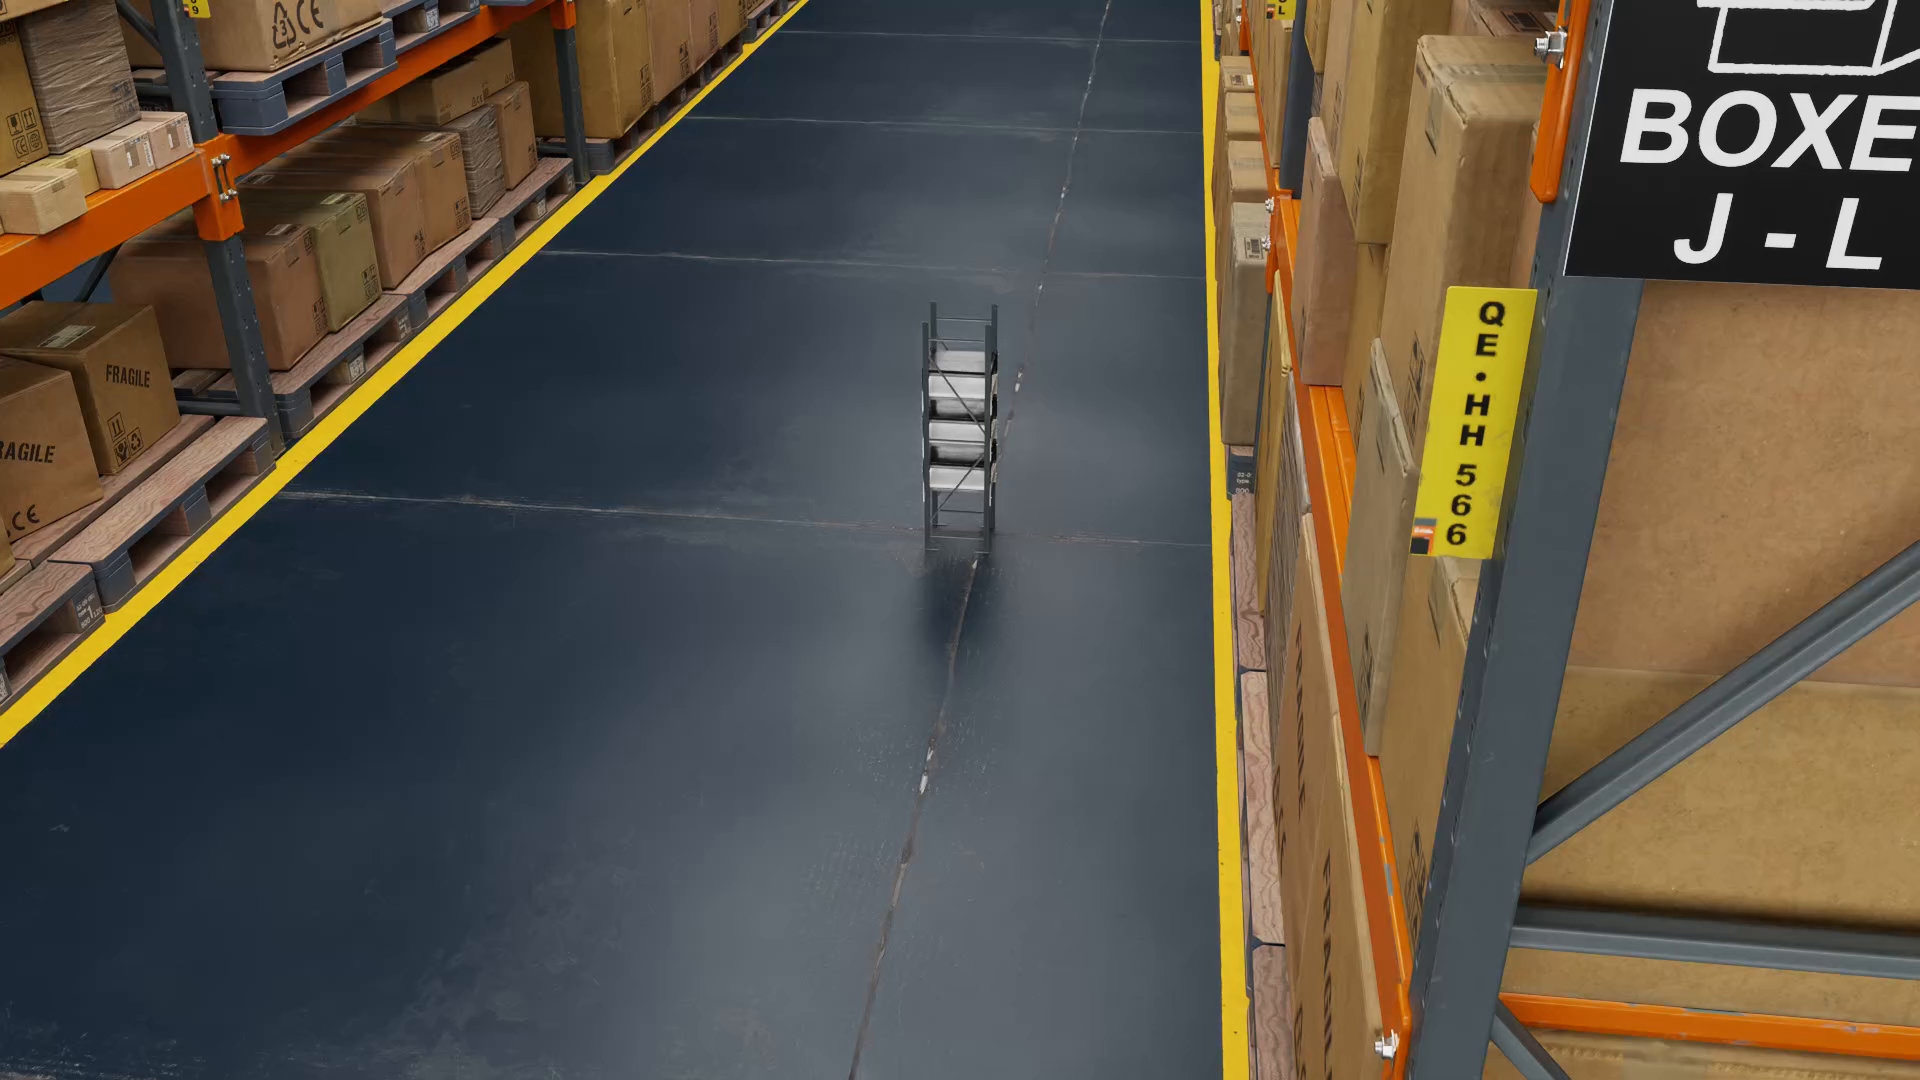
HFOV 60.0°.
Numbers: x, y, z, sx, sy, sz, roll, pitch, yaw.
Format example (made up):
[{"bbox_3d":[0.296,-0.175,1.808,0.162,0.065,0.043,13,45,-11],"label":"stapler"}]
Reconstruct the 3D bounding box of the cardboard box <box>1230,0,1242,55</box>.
[{"bbox_3d":[1.963,-3.228,10.481,0.500,0.250,0.500,4,29,7],"label":"cardboard box"}]

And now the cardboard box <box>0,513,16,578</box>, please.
[{"bbox_3d":[-3.462,-0.023,5.322,0.500,0.500,0.500,1,28,2],"label":"cardboard box"}]

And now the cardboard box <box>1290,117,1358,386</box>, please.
[{"bbox_3d":[1.337,-0.739,4.301,0.875,0.550,0.550,3,28,6],"label":"cardboard box"}]

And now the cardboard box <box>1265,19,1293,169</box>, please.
[{"bbox_3d":[1.396,-1.660,6.064,0.500,0.500,0.500,3,28,6],"label":"cardboard box"}]

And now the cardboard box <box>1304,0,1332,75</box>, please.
[{"bbox_3d":[1.518,-1.725,4.992,0.875,0.550,0.550,3,28,6],"label":"cardboard box"}]

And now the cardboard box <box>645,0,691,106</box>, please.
[{"bbox_3d":[-2.600,-3.566,11.504,1.225,0.875,0.875,3,29,6],"label":"cardboard box"}]

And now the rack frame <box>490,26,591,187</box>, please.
[{"bbox_3d":[-2.822,-3.574,9.721,1.000,3.000,0.127,3,28,6],"label":"rack frame"}]

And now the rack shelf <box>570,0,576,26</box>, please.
[{"bbox_3d":[-2.577,-4.199,11.639,1.077,0.370,4.000,3,28,6],"label":"rack shelf"}]

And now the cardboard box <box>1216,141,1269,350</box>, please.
[{"bbox_3d":[1.707,-1.301,7.431,1.050,0.750,0.750,3,28,6],"label":"cardboard box"}]

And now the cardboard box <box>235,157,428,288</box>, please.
[{"bbox_3d":[-3.071,-1.559,8.152,0.700,0.500,0.500,1,28,2],"label":"cardboard box"}]

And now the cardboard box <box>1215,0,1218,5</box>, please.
[{"bbox_3d":[2.415,-4.742,14.453,0.380,0.149,0.250,3,28,6],"label":"cardboard box"}]

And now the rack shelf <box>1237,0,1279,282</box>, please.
[{"bbox_3d":[1.843,-1.980,7.521,1.077,0.370,4.000,3,28,6],"label":"rack shelf"}]

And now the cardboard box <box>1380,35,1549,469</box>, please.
[{"bbox_3d":[1.167,-0.450,2.627,0.875,0.550,0.550,3,28,6],"label":"cardboard box"}]

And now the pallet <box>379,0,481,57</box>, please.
[{"bbox_3d":[-3.024,-2.555,8.033,1.003,0.211,1.213,3,28,6],"label":"pallet"}]

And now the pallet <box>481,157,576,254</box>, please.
[{"bbox_3d":[-2.920,-1.978,9.700,1.003,0.211,1.213,3,28,6],"label":"pallet"}]

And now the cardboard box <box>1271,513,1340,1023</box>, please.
[{"bbox_3d":[1.231,0.541,3.881,0.875,0.875,0.875,3,28,5],"label":"cardboard box"}]

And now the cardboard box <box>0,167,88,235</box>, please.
[{"bbox_3d":[-3.097,-1.107,5.406,0.380,0.149,0.250,3,28,6],"label":"cardboard box"}]

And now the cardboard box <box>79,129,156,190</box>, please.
[{"bbox_3d":[-3.087,-1.345,5.849,0.380,0.149,0.250,3,28,6],"label":"cardboard box"}]

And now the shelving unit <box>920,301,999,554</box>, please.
[{"bbox_3d":[0.001,-0.400,6.044,0.258,0.900,0.210,3,28,6],"label":"shelving unit"}]

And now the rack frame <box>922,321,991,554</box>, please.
[{"bbox_3d":[-0.011,-0.352,5.955,0.240,0.900,0.006,3,28,6],"label":"rack frame"}]

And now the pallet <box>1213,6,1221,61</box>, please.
[{"bbox_3d":[2.625,-4.211,13.845,1.003,0.211,1.213,3,28,6],"label":"pallet"}]

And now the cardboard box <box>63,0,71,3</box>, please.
[{"bbox_3d":[-3.094,-2.078,5.472,0.500,0.500,0.500,3,28,6],"label":"cardboard box"}]

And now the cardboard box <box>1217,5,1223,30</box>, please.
[{"bbox_3d":[2.288,-4.255,13.549,0.380,0.149,0.250,4,29,7],"label":"cardboard box"}]

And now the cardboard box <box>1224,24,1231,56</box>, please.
[{"bbox_3d":[2.025,-3.141,11.111,0.500,0.500,0.500,2,28,4],"label":"cardboard box"}]

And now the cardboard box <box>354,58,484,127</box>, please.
[{"bbox_3d":[-2.930,-2.430,8.979,0.500,0.250,0.500,7,29,12],"label":"cardboard box"}]

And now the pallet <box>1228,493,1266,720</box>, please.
[{"bbox_3d":[1.427,0.226,5.608,1.003,0.211,1.213,3,28,6],"label":"pallet"}]

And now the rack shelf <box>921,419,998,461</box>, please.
[{"bbox_3d":[0.001,-0.371,6.059,0.258,0.077,0.200,3,28,6],"label":"rack shelf"}]

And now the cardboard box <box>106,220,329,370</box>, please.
[{"bbox_3d":[-3.216,-1.072,7.249,0.700,0.500,0.500,1,28,2],"label":"cardboard box"}]

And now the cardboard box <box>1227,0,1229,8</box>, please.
[{"bbox_3d":[2.162,-3.952,11.825,0.500,0.250,0.500,4,29,8],"label":"cardboard box"}]

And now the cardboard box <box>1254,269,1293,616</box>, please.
[{"bbox_3d":[1.451,-0.313,5.465,0.875,0.875,0.875,4,29,7],"label":"cardboard box"}]

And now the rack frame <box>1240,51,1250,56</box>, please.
[{"bbox_3d":[2.088,-3.238,9.098,1.000,3.000,0.127,3,28,6],"label":"rack frame"}]

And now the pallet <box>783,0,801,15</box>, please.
[{"bbox_3d":[-2.014,-5.158,15.602,1.003,0.211,1.213,3,28,6],"label":"pallet"}]

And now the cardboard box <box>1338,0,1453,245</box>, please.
[{"bbox_3d":[1.307,-0.963,3.578,0.875,0.550,0.500,3,28,6],"label":"cardboard box"}]

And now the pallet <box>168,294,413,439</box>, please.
[{"bbox_3d":[-3.219,-0.830,7.568,1.003,0.211,1.213,3,28,6],"label":"pallet"}]

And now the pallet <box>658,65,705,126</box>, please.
[{"bbox_3d":[-2.499,-3.286,12.126,1.003,0.211,1.213,3,28,6],"label":"pallet"}]

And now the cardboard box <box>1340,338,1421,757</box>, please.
[{"bbox_3d":[1.154,0.024,2.884,0.875,0.550,0.550,3,28,6],"label":"cardboard box"}]

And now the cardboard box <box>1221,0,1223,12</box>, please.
[{"bbox_3d":[2.301,-4.348,13.408,0.380,0.149,0.250,4,29,7],"label":"cardboard box"}]

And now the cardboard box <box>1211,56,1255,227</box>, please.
[{"bbox_3d":[1.924,-2.151,9.009,1.050,0.750,0.750,3,28,6],"label":"cardboard box"}]

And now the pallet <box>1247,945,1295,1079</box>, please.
[{"bbox_3d":[1.128,1.374,3.476,1.003,0.211,1.213,3,28,6],"label":"pallet"}]

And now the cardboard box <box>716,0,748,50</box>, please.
[{"bbox_3d":[-2.391,-4.404,13.059,1.225,0.875,0.875,3,29,6],"label":"cardboard box"}]

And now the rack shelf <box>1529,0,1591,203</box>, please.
[{"bbox_3d":[1.353,-1.418,3.315,1.077,0.370,4.000,3,28,6],"label":"rack shelf"}]

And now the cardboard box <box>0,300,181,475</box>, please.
[{"bbox_3d":[-3.401,-0.589,6.374,0.500,0.500,0.500,3,28,5],"label":"cardboard box"}]

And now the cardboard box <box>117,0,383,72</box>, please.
[{"bbox_3d":[-3.076,-2.506,6.663,1.000,1.000,1.000,4,29,7],"label":"cardboard box"}]

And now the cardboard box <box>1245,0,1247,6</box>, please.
[{"bbox_3d":[1.765,-3.086,8.711,0.500,0.500,0.500,4,29,7],"label":"cardboard box"}]

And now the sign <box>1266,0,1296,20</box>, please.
[{"bbox_3d":[1.058,-1.857,5.397,0.100,0.325,0.005,3,28,6],"label":"sign"}]

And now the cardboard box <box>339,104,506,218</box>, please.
[{"bbox_3d":[-2.940,-2.089,9.136,0.700,0.500,0.500,1,28,2],"label":"cardboard box"}]

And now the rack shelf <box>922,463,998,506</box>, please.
[{"bbox_3d":[0.001,-0.212,6.145,0.258,0.077,0.200,3,28,6],"label":"rack shelf"}]

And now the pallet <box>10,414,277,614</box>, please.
[{"bbox_3d":[-3.360,-0.145,6.297,1.003,0.211,1.213,3,28,6],"label":"pallet"}]

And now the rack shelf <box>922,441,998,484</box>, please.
[{"bbox_3d":[0.001,-0.291,6.102,0.258,0.077,0.200,3,28,6],"label":"rack shelf"}]

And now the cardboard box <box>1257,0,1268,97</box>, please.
[{"bbox_3d":[1.520,-2.136,6.947,0.500,0.500,0.500,4,29,7],"label":"cardboard box"}]

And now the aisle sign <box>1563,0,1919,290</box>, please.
[{"bbox_3d":[0.801,-0.601,1.462,0.394,0.787,0.004,3,28,6],"label":"aisle sign"}]

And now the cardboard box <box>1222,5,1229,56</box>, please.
[{"bbox_3d":[2.161,-3.624,12.006,0.500,0.500,0.500,5,29,8],"label":"cardboard box"}]

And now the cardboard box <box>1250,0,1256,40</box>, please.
[{"bbox_3d":[1.643,-2.610,7.826,0.500,0.500,0.500,3,28,6],"label":"cardboard box"}]

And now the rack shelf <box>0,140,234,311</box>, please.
[{"bbox_3d":[-3.558,-0.433,4.649,1.077,0.370,4.000,3,28,6],"label":"rack shelf"}]

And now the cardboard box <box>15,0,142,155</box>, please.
[{"bbox_3d":[-3.429,-1.658,5.745,0.875,0.500,0.500,3,28,6],"label":"cardboard box"}]
